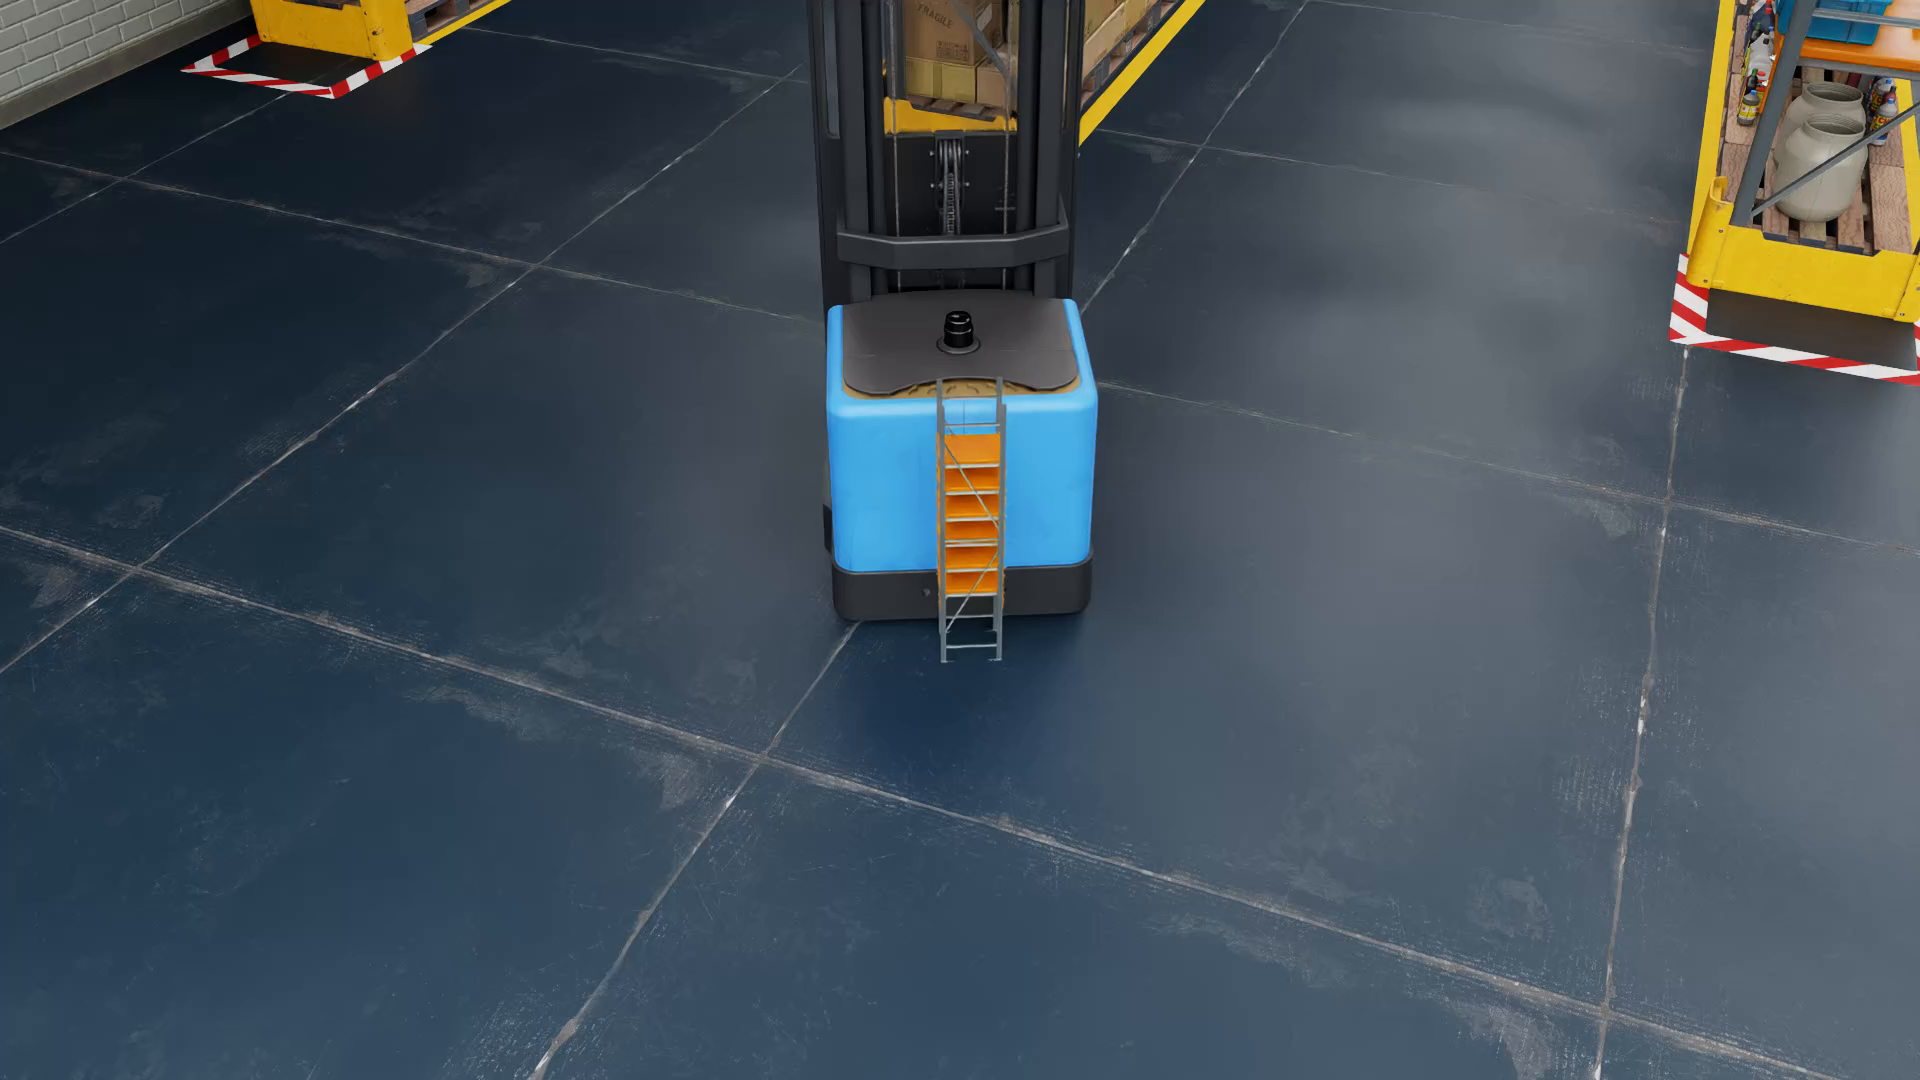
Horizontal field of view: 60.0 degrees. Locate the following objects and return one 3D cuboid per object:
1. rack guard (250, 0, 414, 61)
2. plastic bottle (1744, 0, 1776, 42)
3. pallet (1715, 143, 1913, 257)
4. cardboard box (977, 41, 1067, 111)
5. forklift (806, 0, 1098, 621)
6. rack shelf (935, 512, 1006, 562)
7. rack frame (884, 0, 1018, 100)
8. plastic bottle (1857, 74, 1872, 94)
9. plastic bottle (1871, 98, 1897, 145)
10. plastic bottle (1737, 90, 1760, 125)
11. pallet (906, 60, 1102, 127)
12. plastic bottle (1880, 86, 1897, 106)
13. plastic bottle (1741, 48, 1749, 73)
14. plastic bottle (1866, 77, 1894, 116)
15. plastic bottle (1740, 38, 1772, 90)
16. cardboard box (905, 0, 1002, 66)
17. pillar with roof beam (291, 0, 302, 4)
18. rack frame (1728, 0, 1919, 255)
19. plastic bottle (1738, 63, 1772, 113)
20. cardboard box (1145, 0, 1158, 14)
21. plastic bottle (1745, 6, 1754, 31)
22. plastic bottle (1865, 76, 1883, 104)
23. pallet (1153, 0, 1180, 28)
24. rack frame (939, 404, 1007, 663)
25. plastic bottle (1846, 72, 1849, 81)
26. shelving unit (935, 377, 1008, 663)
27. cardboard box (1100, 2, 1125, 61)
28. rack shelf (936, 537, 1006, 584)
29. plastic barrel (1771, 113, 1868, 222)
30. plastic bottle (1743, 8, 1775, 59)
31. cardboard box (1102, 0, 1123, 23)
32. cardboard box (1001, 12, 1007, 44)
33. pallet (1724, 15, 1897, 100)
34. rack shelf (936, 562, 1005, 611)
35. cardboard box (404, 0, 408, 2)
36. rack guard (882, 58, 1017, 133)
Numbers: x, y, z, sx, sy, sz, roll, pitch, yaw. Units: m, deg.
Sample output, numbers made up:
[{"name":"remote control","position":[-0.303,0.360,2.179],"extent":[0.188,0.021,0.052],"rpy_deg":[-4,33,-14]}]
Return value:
[{"name":"rack guard","position":[-4.532,-3.812,11.932],"extent":[1.175,0.500,0.348],"rpy_deg":[14,39,18]},{"name":"plastic bottle","position":[5.498,-3.552,11.405],"extent":[0.152,0.276,0.135],"rpy_deg":[15,39,19]},{"name":"pallet","position":[4.900,-1.899,9.614],"extent":[1.003,0.211,1.213],"rpy_deg":[14,39,18]},{"name":"cardboard box","position":[0.431,-2.958,10.648],"extent":[0.500,0.250,0.500],"rpy_deg":[14,39,18]},{"name":"forklift","position":[-0.069,-1.710,7.089],"extent":[1.130,2.935,3.031],"rpy_deg":[-2,37,-3]},{"name":"rack shelf","position":[0.040,-0.016,6.343],"extent":[0.258,0.103,0.180],"rpy_deg":[-2,37,-3]},{"name":"rack frame","position":[0.021,-3.645,9.621],"extent":[1.000,3.000,0.127],"rpy_deg":[14,39,18]},{"name":"plastic bottle","position":[5.883,-3.018,10.690],"extent":[0.152,0.276,0.135],"rpy_deg":[15,39,19]},{"name":"plastic bottle","position":[5.579,-2.531,10.042],"extent":[0.097,0.271,0.097],"rpy_deg":[0,37,0]},{"name":"plastic bottle","position":[4.894,-2.686,10.308],"extent":[0.097,0.201,0.097],"rpy_deg":[0,37,0]},{"name":"pallet","position":[0.274,-2.961,11.035],"extent":[1.003,0.211,1.213],"rpy_deg":[14,39,18]},{"name":"plastic bottle","position":[5.682,-2.657,10.200],"extent":[0.061,0.283,0.133],"rpy_deg":[14,39,18]},{"name":"plastic bottle","position":[5.231,-3.176,10.964],"extent":[0.097,0.201,0.097],"rpy_deg":[0,37,0]},{"name":"plastic bottle","position":[5.747,-2.776,10.370],"extent":[0.097,0.271,0.097],"rpy_deg":[0,37,0]},{"name":"plastic bottle","position":[5.128,-3.049,10.669],"extent":[0.144,0.351,0.185],"rpy_deg":[15,39,20]},{"name":"cardboard box","position":[-0.050,-3.377,10.582],"extent":[0.500,0.500,0.500],"rpy_deg":[14,39,18]},{"name":"pillar with roof beam","position":[-1.114,-6.778,8.802],"extent":[9.100,9.000,0.400],"rpy_deg":[14,39,18]},{"name":"rack frame","position":[4.601,-2.514,8.108],"extent":[1.000,3.000,0.127],"rpy_deg":[14,39,18]},{"name":"plastic bottle","position":[5.015,-2.850,10.464],"extent":[0.152,0.276,0.135],"rpy_deg":[14,39,18]},{"name":"cardboard box","position":[1.193,-4.065,12.129],"extent":[0.500,0.250,0.500],"rpy_deg":[14,39,18]},{"name":"plastic bottle","position":[5.557,-3.652,11.600],"extent":[0.097,0.201,0.097],"rpy_deg":[0,37,0]},{"name":"plastic bottle","position":[5.824,-2.888,10.520],"extent":[0.097,0.271,0.097],"rpy_deg":[0,37,0]},{"name":"pallet","position":[1.202,-4.312,12.842],"extent":[1.003,0.211,1.213],"rpy_deg":[14,39,18]},{"name":"rack frame","position":[0.045,0.003,6.244],"extent":[0.240,1.200,0.006],"rpy_deg":[-2,37,-3]},{"name":"plastic bottle","position":[5.844,-3.119,10.819],"extent":[0.061,0.283,0.133],"rpy_deg":[14,39,18]},{"name":"shelving unit","position":[0.040,-0.052,6.317],"extent":[0.258,1.200,0.189],"rpy_deg":[-2,37,-3]},{"name":"cardboard box","position":[0.809,-3.512,11.389],"extent":[0.500,0.250,0.500],"rpy_deg":[14,39,18]},{"name":"rack shelf","position":[0.040,0.080,6.415],"extent":[0.258,0.103,0.180],"rpy_deg":[-2,37,-3]},{"name":"plastic barrel","position":[4.781,-2.068,9.238],"extent":[0.421,0.512,0.421],"rpy_deg":[0,37,0]},{"name":"plastic bottle","position":[5.360,-3.387,11.121],"extent":[0.144,0.351,0.185],"rpy_deg":[12,38,16]},{"name":"cardboard box","position":[0.798,-3.815,11.168],"extent":[0.500,0.500,0.500],"rpy_deg":[14,39,18]},{"name":"cardboard box","position":[0.131,-3.355,11.180],"extent":[0.500,0.250,0.500],"rpy_deg":[14,39,18]},{"name":"pallet","position":[5.829,-3.250,11.421],"extent":[1.003,0.211,1.213],"rpy_deg":[14,39,18]},{"name":"rack shelf","position":[0.040,0.176,6.487],"extent":[0.258,0.103,0.180],"rpy_deg":[-2,37,-3]},{"name":"cardboard box","position":[-4.215,-4.233,12.286],"extent":[0.500,0.311,0.500],"rpy_deg":[10,38,13]},{"name":"rack guard","position":[0.012,-2.630,10.351],"extent":[1.175,0.500,0.348],"rpy_deg":[14,39,18]}]
